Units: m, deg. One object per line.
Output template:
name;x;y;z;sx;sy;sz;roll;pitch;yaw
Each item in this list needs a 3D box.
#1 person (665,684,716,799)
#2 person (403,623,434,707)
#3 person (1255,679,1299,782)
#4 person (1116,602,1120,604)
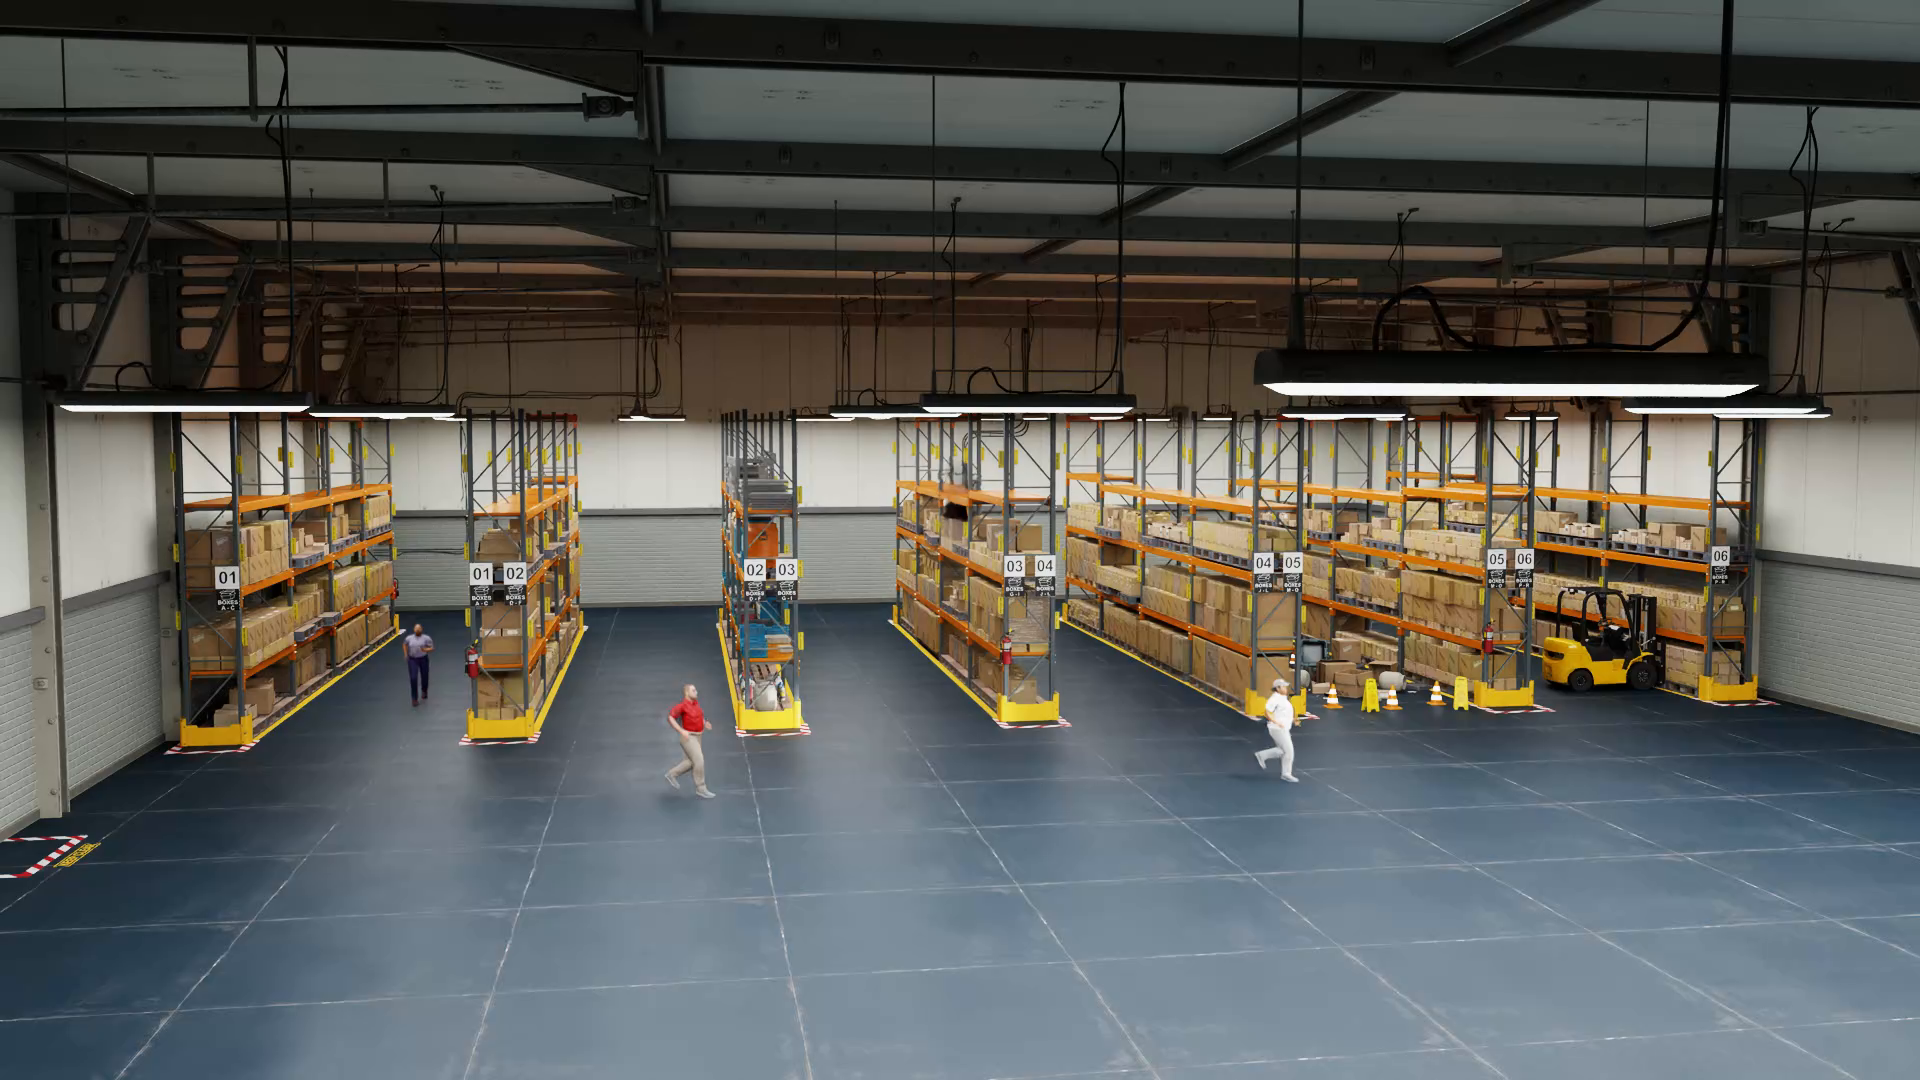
person;-4.164;3.078;25.563;0.895;1.734;0.668;1;4;14
person;-11.050;2.522;33.947;0.603;1.627;0.906;-1;4;-17
person;5.102;3.058;26.785;0.745;1.640;0.607;2;4;25
person;4.772;1.408;49.692;0.782;1.689;0.764;-2;5;-30
